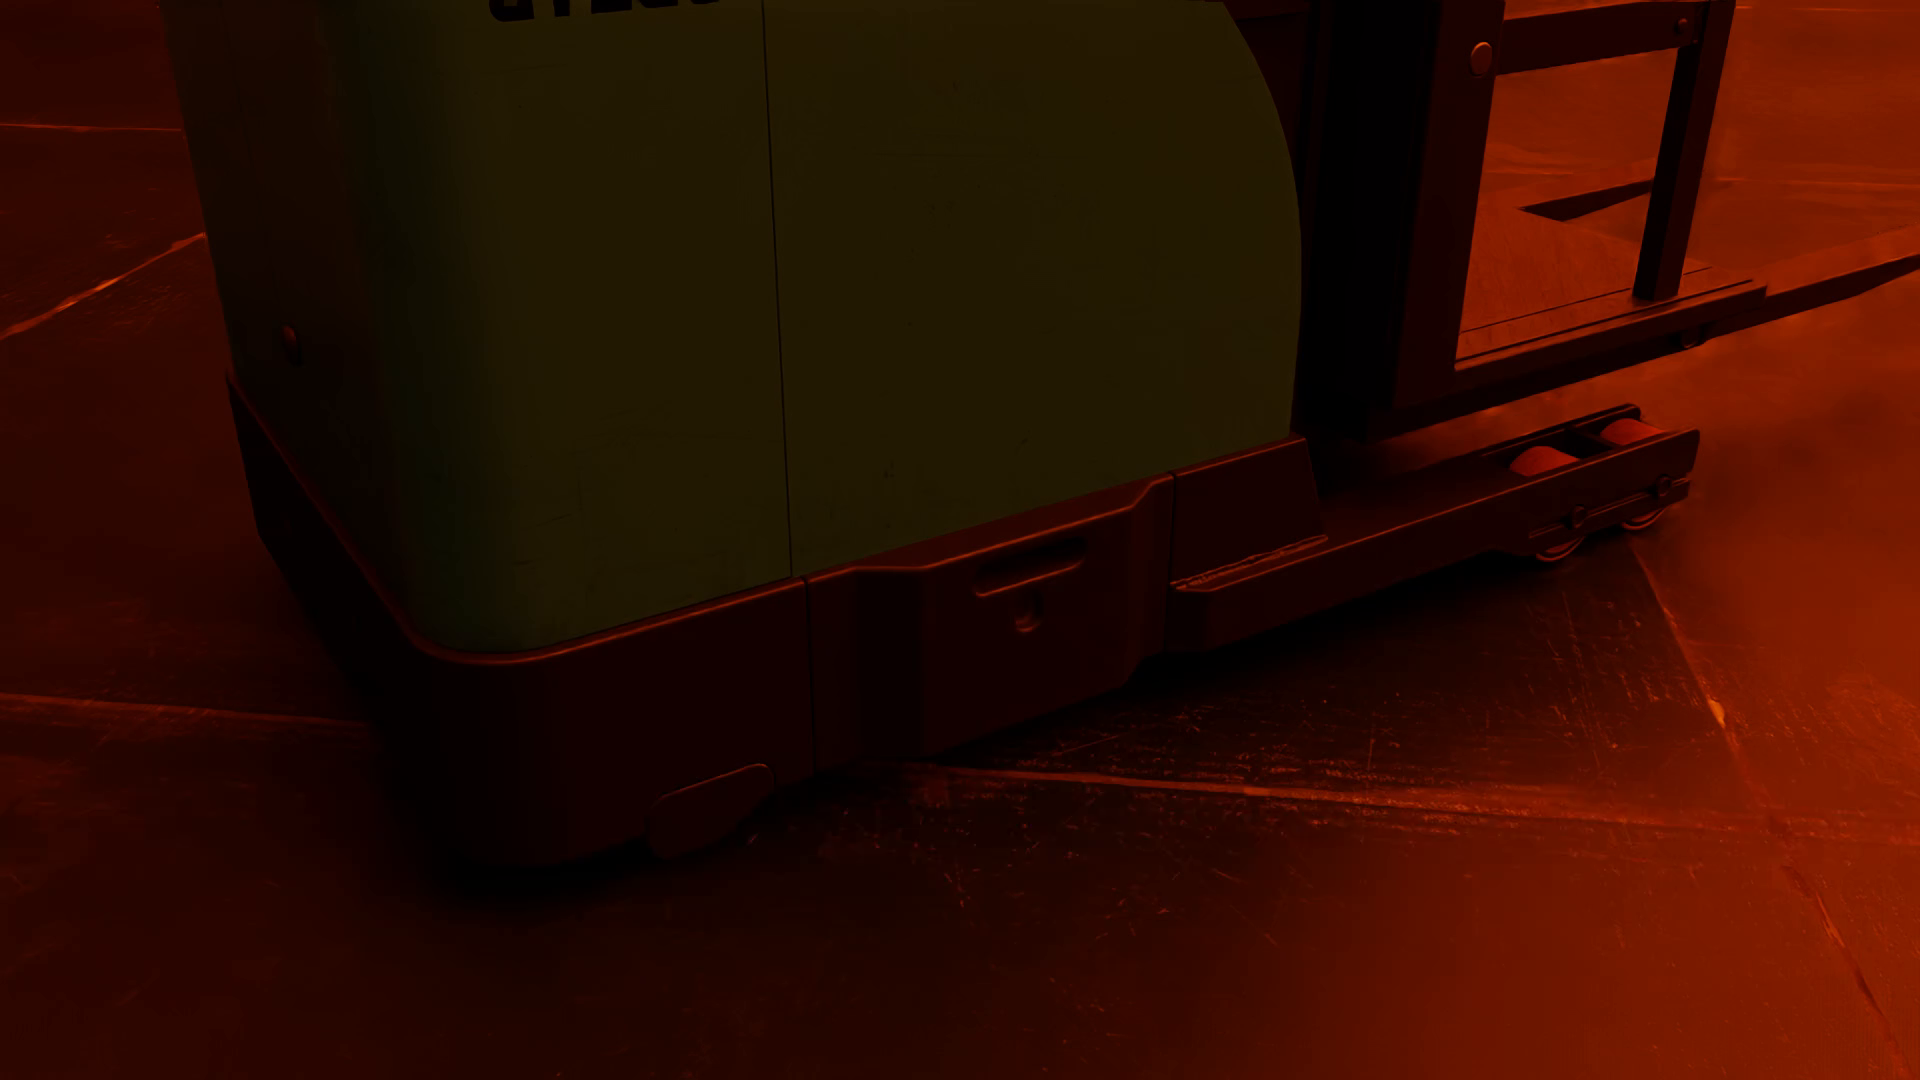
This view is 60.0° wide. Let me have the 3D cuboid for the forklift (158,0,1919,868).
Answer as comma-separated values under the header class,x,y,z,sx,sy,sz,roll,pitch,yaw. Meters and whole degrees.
class,x,y,z,sx,sy,sz,roll,pitch,yaw
forklift,0.511,-1.461,2.145,3.031,2.935,1.130,-16,31,-29
